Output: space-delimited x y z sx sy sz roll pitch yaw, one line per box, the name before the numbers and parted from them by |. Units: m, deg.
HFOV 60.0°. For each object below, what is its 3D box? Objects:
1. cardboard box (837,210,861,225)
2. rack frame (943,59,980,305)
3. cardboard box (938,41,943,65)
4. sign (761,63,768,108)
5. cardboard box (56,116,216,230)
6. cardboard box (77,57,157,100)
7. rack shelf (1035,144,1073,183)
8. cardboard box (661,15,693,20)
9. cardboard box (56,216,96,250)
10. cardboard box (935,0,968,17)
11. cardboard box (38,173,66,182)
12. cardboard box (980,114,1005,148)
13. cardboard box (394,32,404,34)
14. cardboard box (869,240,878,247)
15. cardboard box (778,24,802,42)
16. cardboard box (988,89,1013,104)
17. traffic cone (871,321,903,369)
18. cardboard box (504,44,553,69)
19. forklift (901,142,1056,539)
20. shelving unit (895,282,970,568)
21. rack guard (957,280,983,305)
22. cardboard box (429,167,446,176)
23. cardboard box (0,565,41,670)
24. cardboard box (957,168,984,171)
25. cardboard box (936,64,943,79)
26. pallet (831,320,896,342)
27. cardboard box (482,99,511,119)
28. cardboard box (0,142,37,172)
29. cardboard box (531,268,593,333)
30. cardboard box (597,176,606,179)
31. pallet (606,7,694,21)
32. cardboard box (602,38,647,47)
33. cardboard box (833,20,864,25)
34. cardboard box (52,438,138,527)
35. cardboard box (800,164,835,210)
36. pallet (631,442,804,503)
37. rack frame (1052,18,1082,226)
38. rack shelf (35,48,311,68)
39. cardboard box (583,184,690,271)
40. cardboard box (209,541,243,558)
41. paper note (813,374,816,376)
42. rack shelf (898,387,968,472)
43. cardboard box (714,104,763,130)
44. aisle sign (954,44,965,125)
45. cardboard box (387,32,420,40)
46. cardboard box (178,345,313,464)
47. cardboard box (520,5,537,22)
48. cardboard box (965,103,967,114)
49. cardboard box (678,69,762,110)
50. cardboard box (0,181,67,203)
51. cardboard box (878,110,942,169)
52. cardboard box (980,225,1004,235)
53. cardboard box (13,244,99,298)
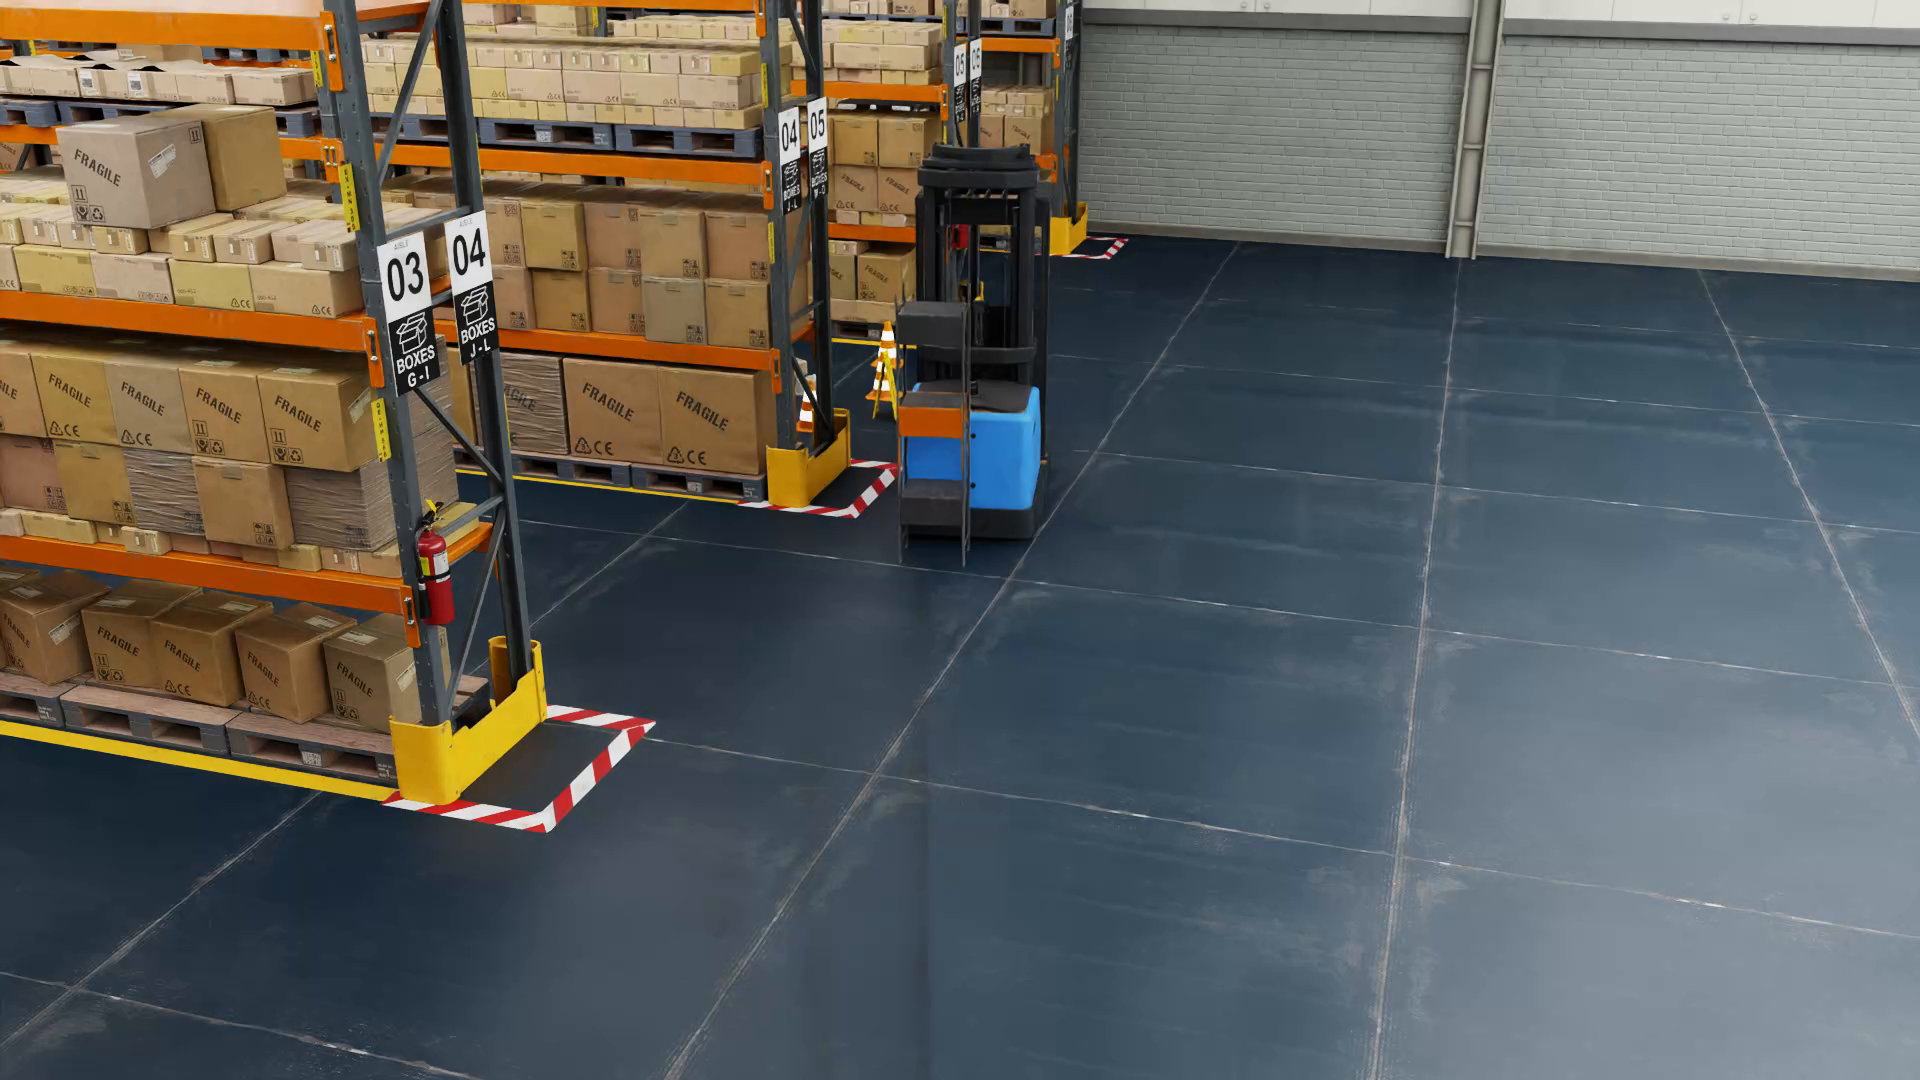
cardboard box | -1.166 -3.579 18.278 0.250 0.149 0.380 7 23 16
rack frame | 0.022 -3.691 18.221 0.127 3.000 1.000 7 23 16
cardboard box | -0.382 -5.299 17.994 0.500 0.250 0.500 6 23 15
sign | -1.481 -3.447 12.610 0.005 0.325 0.100 7 23 16
cardboard box | -4.397 -1.972 8.894 0.500 0.500 0.500 7 23 16
cardboard box | -7.369 -4.075 14.637 0.500 0.311 0.500 6 23 15
rack shelf | -0.462 -5.381 23.290 4.000 0.370 1.077 7 23 16
cardboard box | -3.169 -5.814 18.724 0.250 0.149 0.380 6 23 14
cardboard box | -4.689 -1.703 9.093 0.250 0.149 0.380 5 23 13
cardboard box | 0.007 -7.278 22.197 0.500 0.500 0.700 7 23 16
cardboard box | -8.058 -3.160 15.476 0.500 0.500 0.700 6 23 15
cardboard box | 0.412 -5.560 22.646 0.500 0.500 0.500 7 23 17
cardboard box | -6.168 -5.847 19.388 0.637 0.503 0.797 7 23 16
cardboard box | -1.195 -3.207 19.123 0.500 0.500 0.500 6 23 14
cardboard box | -1.864 -5.417 17.757 0.250 0.149 0.380 7 23 17
cardboard box | 0.545 -5.976 22.414 0.250 0.149 0.380 7 23 17
traffic cone | -0.762 -2.096 17.675 0.334 0.463 0.336 7 23 16
cardboard box | -3.433 -3.871 13.302 0.250 0.149 0.380 6 23 15
forklift | 0.211 -1.887 13.913 1.130 2.935 3.031 2 22 6
shelving unit | -0.195 -0.847 12.473 0.503 2.100 0.431 2 22 6
rack guard | -0.050 -2.543 18.716 0.348 0.500 1.175 7 23 16
cardboard box | -6.077 -4.401 19.728 0.250 0.149 0.380 7 23 18
cardboard box | -6.298 0.491 10.765 0.500 0.500 0.500 6 23 14
cardboard box | 0.092 -5.113 23.441 0.500 0.250 0.500 6 23 15
cardboard box | -0.201 -5.117 18.076 0.250 0.149 0.380 7 23 16
pallet | -0.818 -2.511 19.019 1.213 0.211 1.003 7 23 16
cardboard box | -3.670 -3.530 13.521 0.250 0.149 0.380 7 23 16
cardboard box | -11.984 -5.011 21.307 0.500 0.500 0.500 7 23 16
cardboard box | -3.231 -2.178 14.334 0.500 0.550 0.875 7 23 16
cardboard box | -4.245 -4.383 19.686 0.250 0.149 0.380 7 23 16
pallet | -4.459 -7.509 23.825 1.213 0.211 1.003 8 24 18
cardboard box | -2.755 -4.055 13.750 0.250 0.149 0.380 6 23 15
cardboard box | -1.210 -5.563 18.113 0.250 0.149 0.380 6 23 15
cardboard box | -4.814 -0.486 9.882 0.500 0.500 0.875 7 23 16
cardboard box | -1.533 -3.947 18.321 0.500 0.500 0.500 6 23 15
pallet | -2.099 -0.651 14.483 1.213 0.211 1.003 7 23 15
rack frame | 1.453 -5.495 22.619 0.127 3.000 1.000 7 23 16
rack shelf | -9.551 -5.842 20.461 4.000 0.370 1.077 7 23 16
cardboard box | -2.705 -2.643 14.045 0.550 0.550 0.875 7 23 16
cardboard box | -4.128 -0.042 9.657 0.250 0.149 0.380 7 23 16
paper note | -1.458 -1.698 17.274 0.142 0.019 0.148 -1 22 -3
rack shelf | -0.195 -0.834 12.478 0.480 0.518 0.431 2 22 6
cardboard box | -1.727 -3.307 12.978 0.250 0.149 0.380 6 23 15
aisle sign | -0.002 -4.782 17.454 0.004 0.787 0.394 7 23 16
cardboard box | -4.698 -4.277 14.292 0.250 0.149 0.380 6 23 15
cardboard box | -3.918 -0.760 9.235 0.500 0.500 0.500 7 23 16
cardboard box | -4.731 -6.134 19.210 0.500 0.250 0.500 6 23 14
cardboard box | 0.053 -5.889 22.593 0.250 0.149 0.380 6 23 14
cardboard box | -1.860 -3.530 12.997 0.500 0.250 0.500 7 23 16
cardboard box | -5.509 -2.022 9.871 0.250 0.149 0.380 6 23 14
cardboard box | -0.530 -4.314 17.899 0.500 0.500 0.700 6 23 14
cardboard box | 0.438 -4.412 23.048 0.500 0.250 0.500 7 23 15
cardboard box | -4.825 -1.536 9.212 0.500 0.250 0.500 6 23 15
